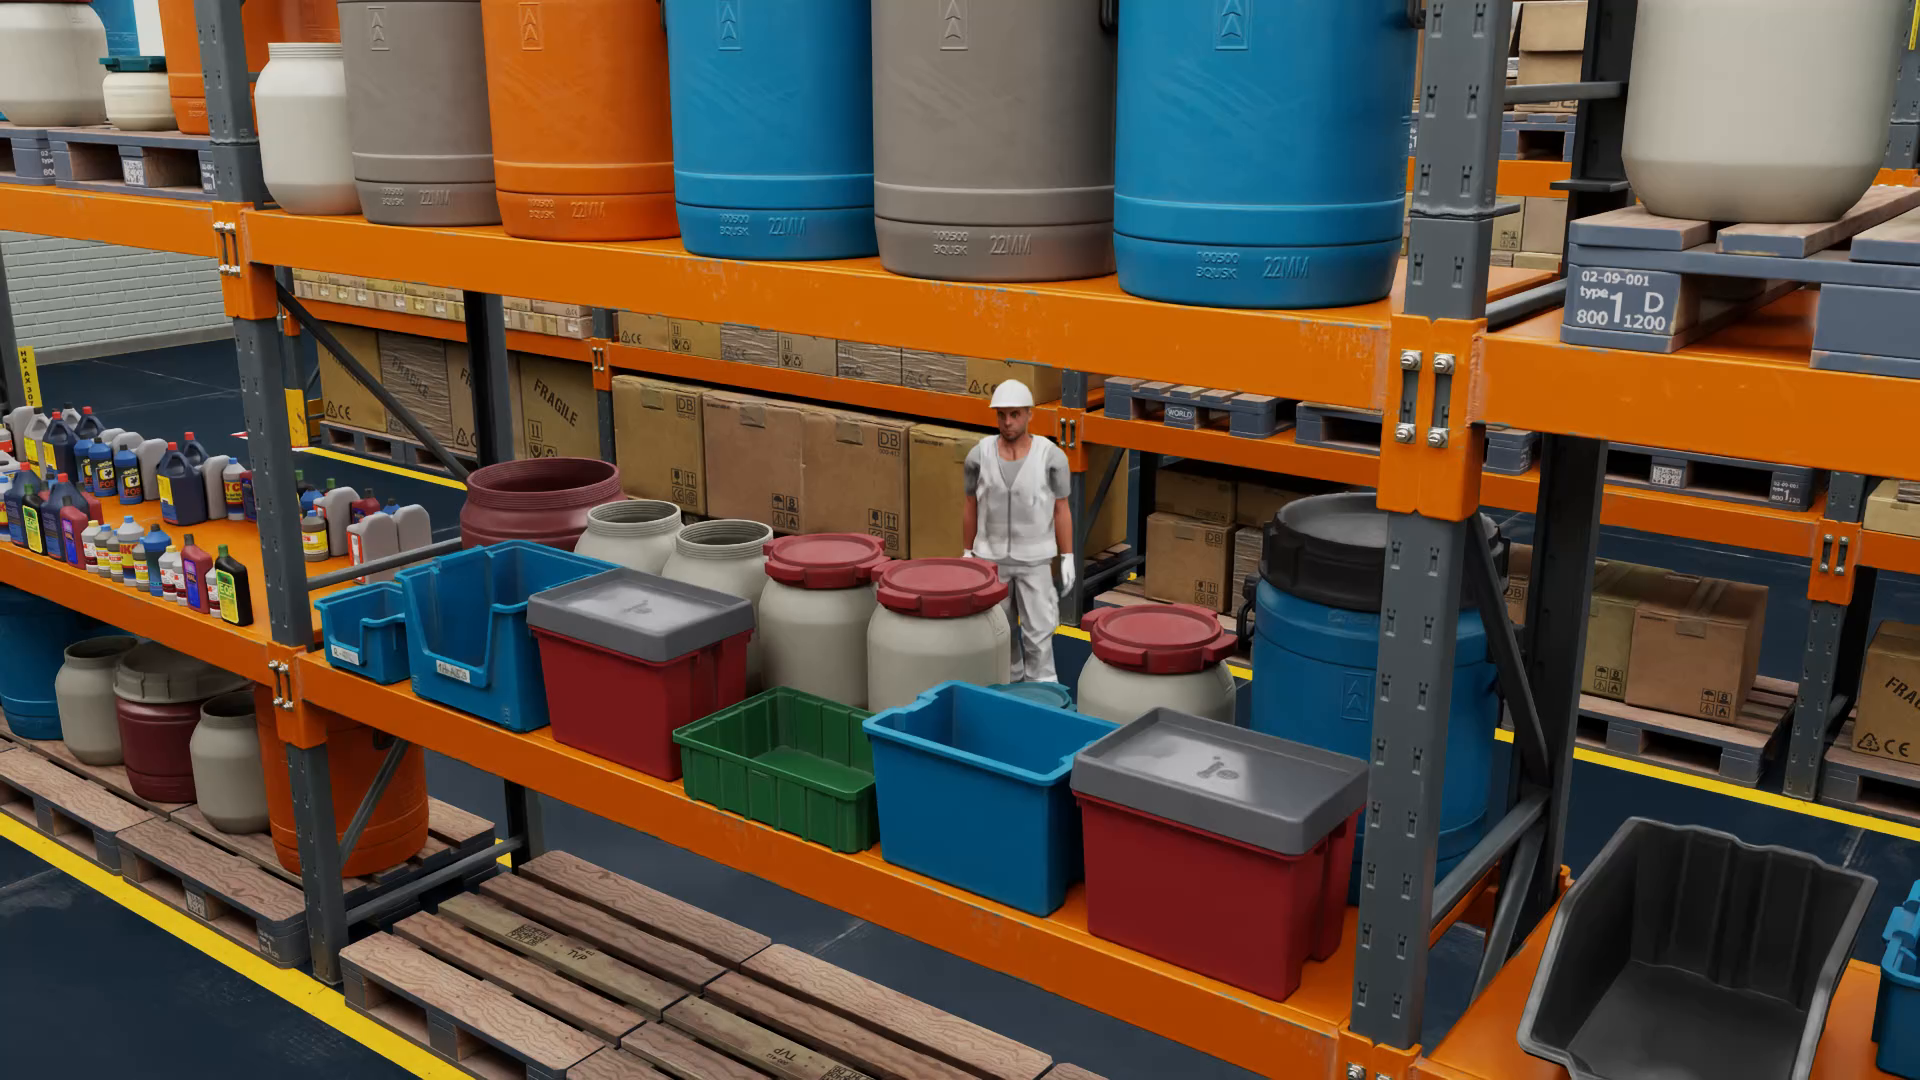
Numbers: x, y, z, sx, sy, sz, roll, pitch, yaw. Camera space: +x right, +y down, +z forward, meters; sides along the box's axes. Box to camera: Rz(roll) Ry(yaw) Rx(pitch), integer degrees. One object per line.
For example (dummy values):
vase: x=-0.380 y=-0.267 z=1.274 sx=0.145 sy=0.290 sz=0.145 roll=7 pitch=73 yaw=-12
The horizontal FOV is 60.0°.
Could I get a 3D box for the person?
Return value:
person: x=0.251 y=0.141 z=7.984 sx=0.577 sy=1.788 sz=0.587 roll=4 pitch=17 yaw=12
